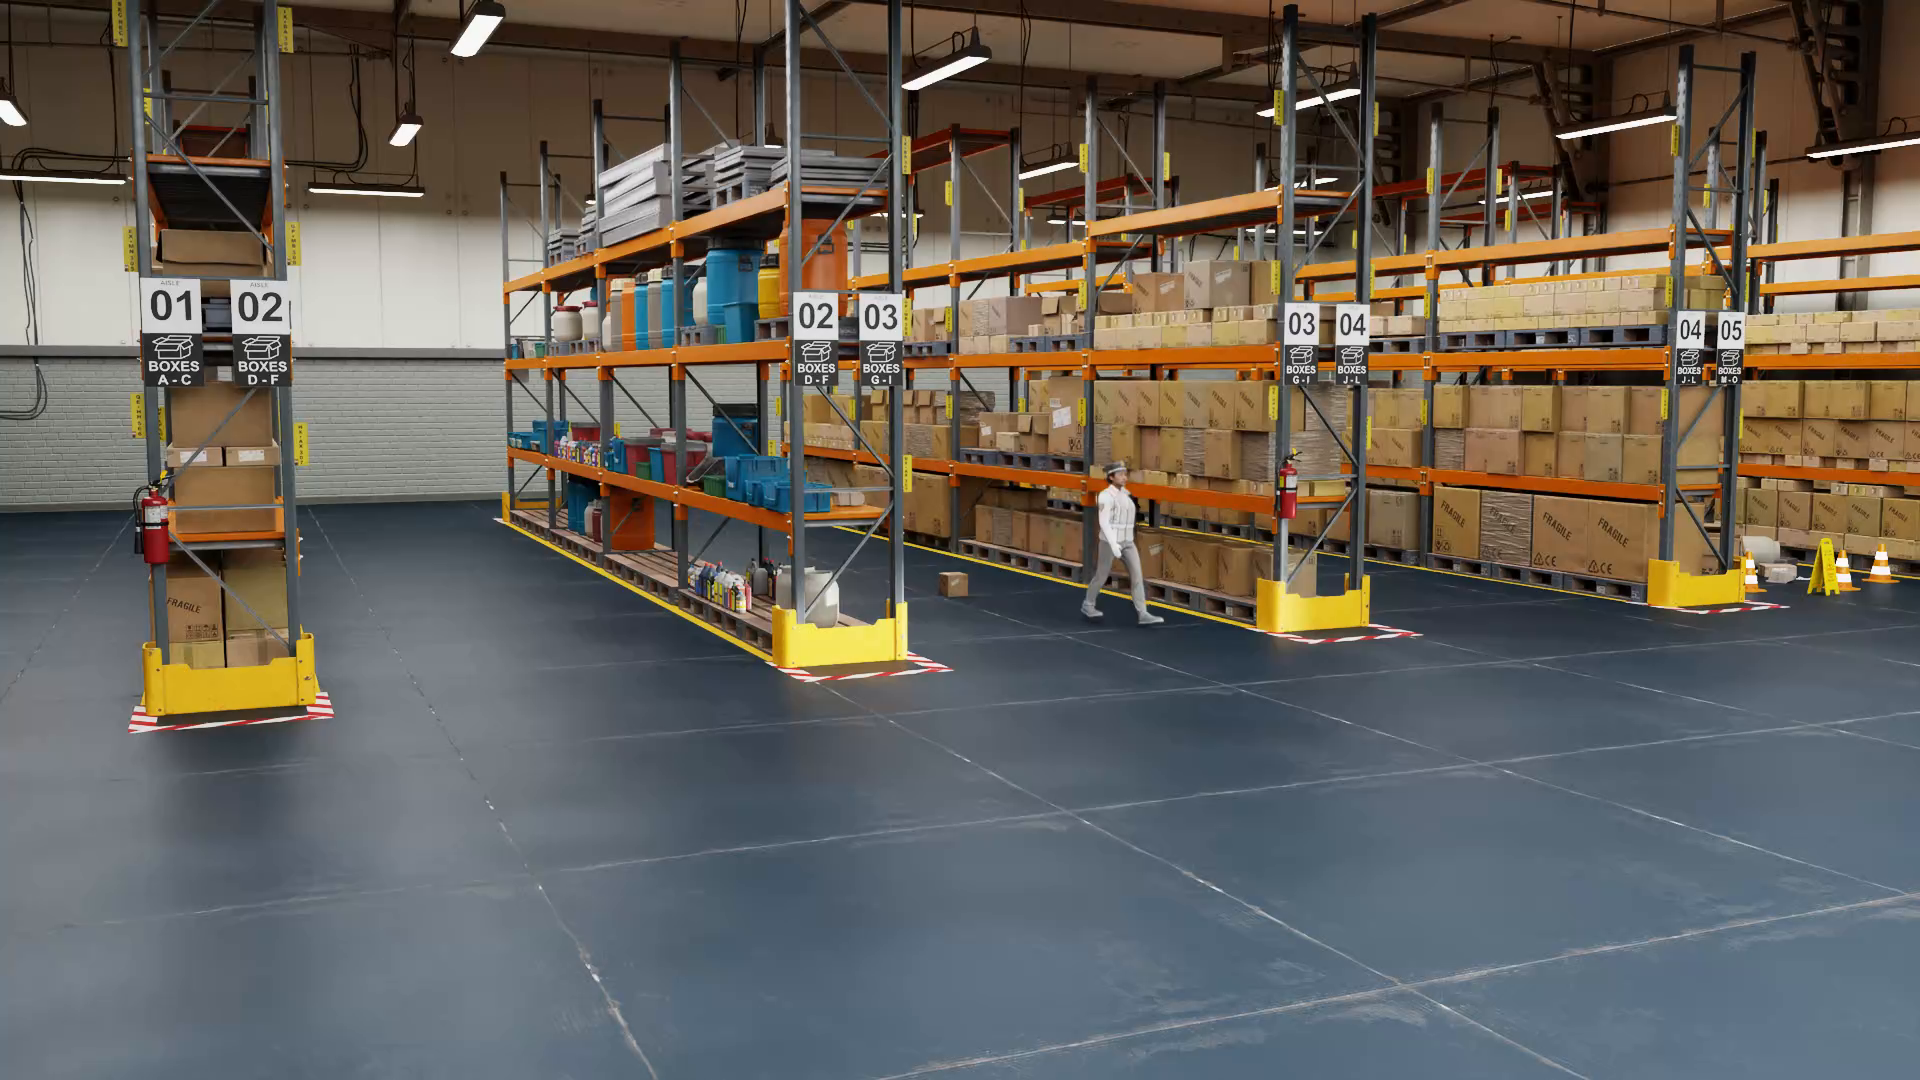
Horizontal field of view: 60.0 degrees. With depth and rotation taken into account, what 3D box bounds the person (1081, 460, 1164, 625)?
[{"bbox_3d":[1.592,0.018,16.634,0.499,1.633,1.018,-4,7,-36],"label":"person"}]
